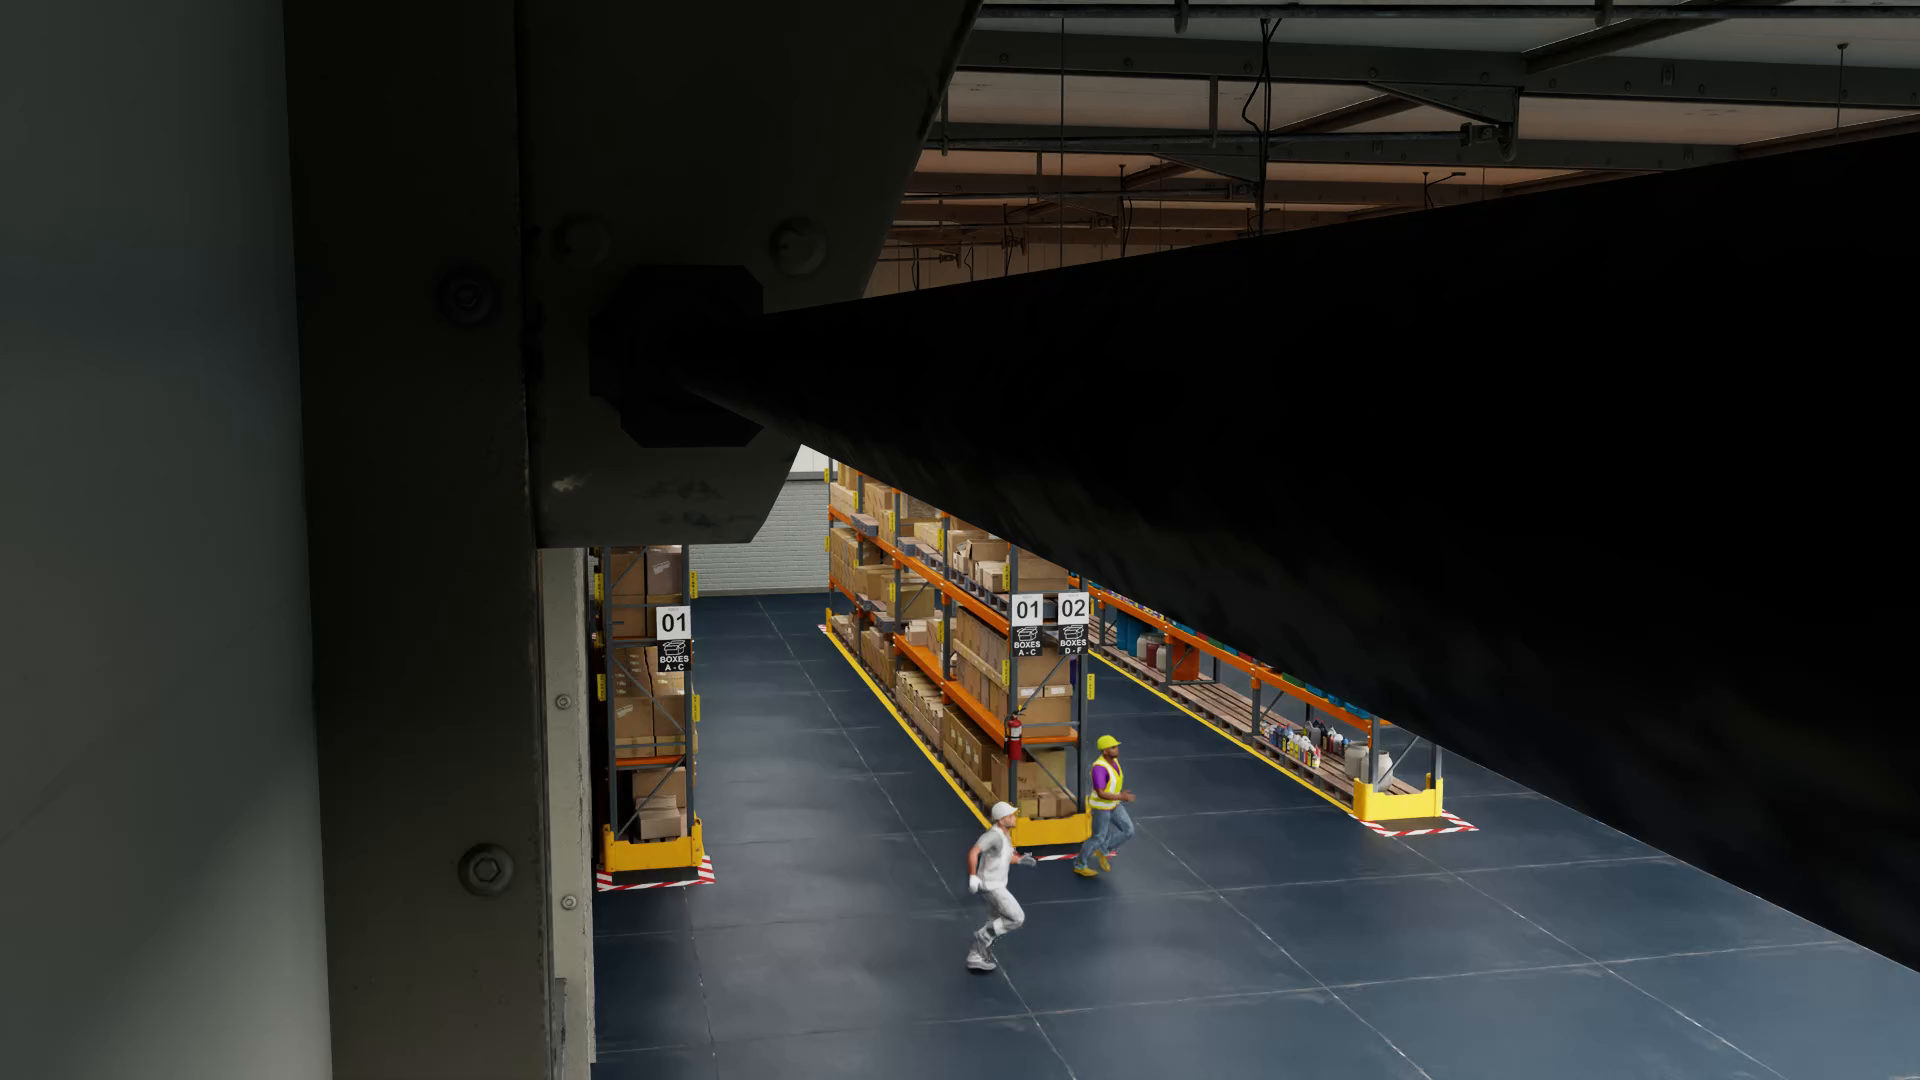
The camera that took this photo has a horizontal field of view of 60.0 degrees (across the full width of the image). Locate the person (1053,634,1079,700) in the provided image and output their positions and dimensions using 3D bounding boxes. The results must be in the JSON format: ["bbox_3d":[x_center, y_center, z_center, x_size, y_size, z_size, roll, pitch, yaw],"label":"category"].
[{"bbox_3d":[1.800,2.166,28.495,0.595,1.590,0.561,-2,7,-19],"label":"person"}]

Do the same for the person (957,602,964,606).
[{"bbox_3d":[0.141,1.340,34.366,0.710,1.771,1.034,-3,7,-22],"label":"person"}]

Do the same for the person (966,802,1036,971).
[{"bbox_3d":[0.413,3.488,16.710,0.689,1.726,0.709,1,7,12],"label":"person"}]

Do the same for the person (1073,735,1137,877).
[{"bbox_3d":[1.750,3.130,19.641,0.802,1.714,0.717,4,8,29],"label":"person"}]
